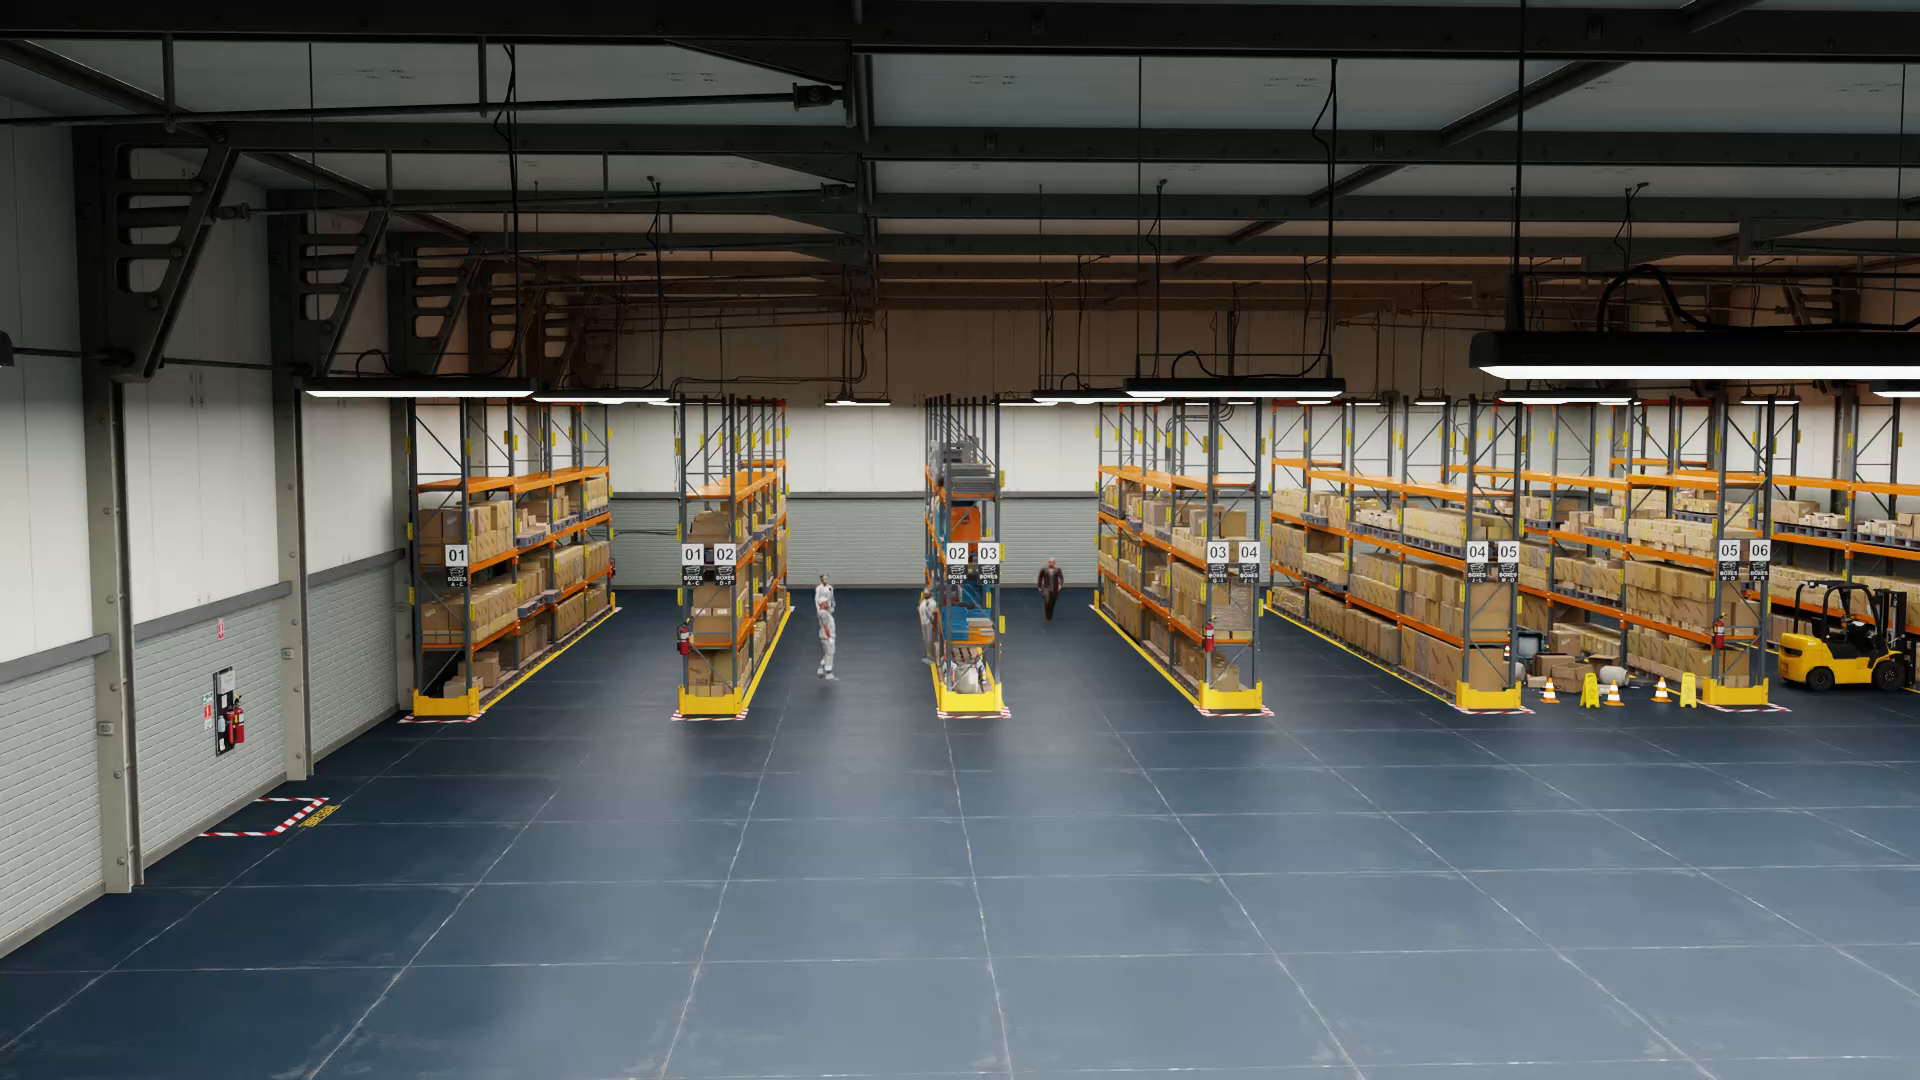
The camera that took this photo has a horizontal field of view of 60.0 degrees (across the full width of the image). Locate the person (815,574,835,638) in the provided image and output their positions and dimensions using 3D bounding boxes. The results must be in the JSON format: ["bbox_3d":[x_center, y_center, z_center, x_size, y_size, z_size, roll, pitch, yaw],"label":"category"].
[{"bbox_3d":[-3.328,1.649,41.031,0.526,1.645,0.918,-1,5,-10],"label":"person"}]

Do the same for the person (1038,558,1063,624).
[{"bbox_3d":[2.438,1.402,44.558,0.656,1.763,0.936,0,5,-4],"label":"person"}]

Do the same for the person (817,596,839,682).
[{"bbox_3d":[-2.738,2.068,34.710,0.469,1.786,0.592,-2,5,-24],"label":"person"}]

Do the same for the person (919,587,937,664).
[{"bbox_3d":[-0.699,1.879,36.752,0.385,1.686,0.541,-3,6,-36],"label":"person"}]
